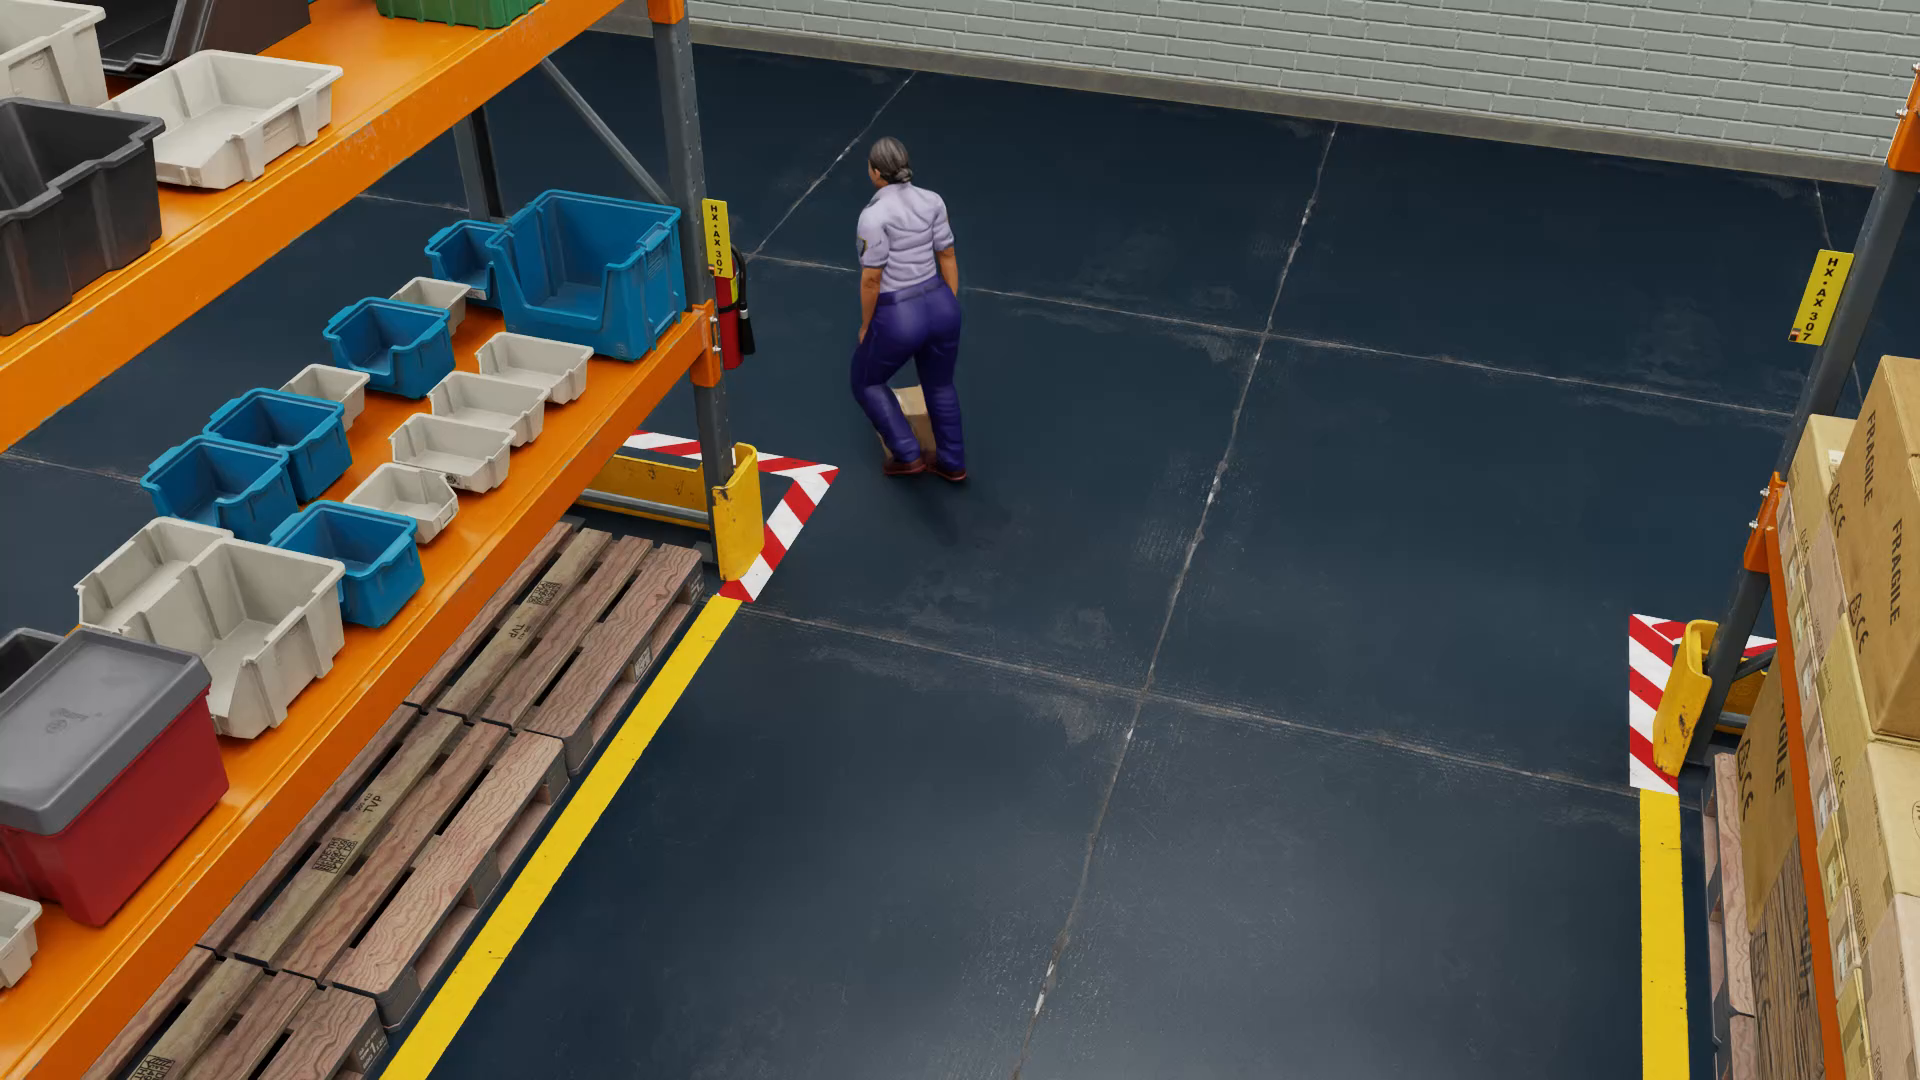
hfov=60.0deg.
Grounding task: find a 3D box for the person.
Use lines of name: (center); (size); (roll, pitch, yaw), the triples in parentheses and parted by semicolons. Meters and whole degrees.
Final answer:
person: (-0.218, -0.992, 7.461); (0.504, 1.618, 0.521); (-27, 45, -31)
